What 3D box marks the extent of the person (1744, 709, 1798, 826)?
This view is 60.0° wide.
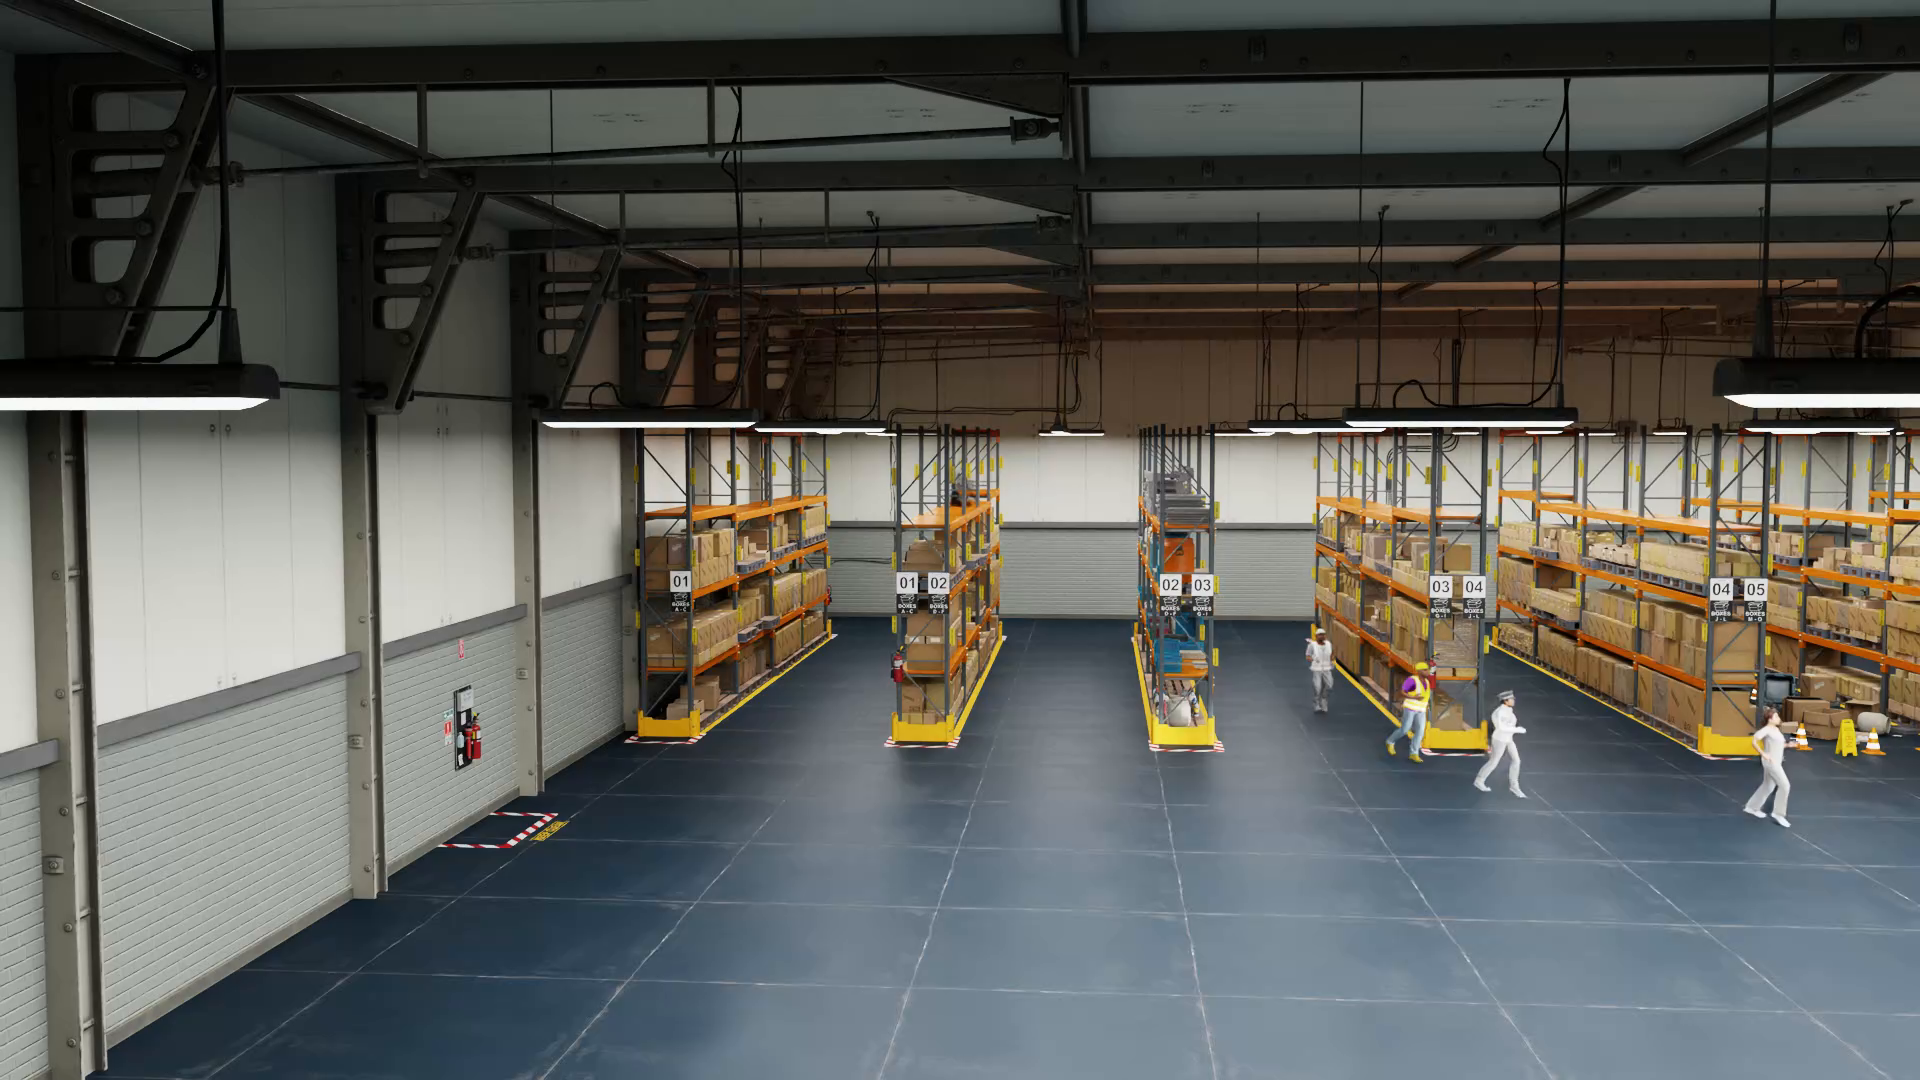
[{"bbox_3d":[12.081,3.380,24.773,0.712,1.717,0.546,3,4,36],"label":"person"}]

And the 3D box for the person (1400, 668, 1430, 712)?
[{"bbox_3d":[8.172,2.656,29.671,0.707,0.873,0.564,-2,4,-23],"label":"person"}]

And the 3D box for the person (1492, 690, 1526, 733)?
[{"bbox_3d":[8.742,2.819,26.563,0.647,0.851,0.552,3,4,37],"label":"person"}]

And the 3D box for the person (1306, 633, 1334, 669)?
[{"bbox_3d":[7.550,2.297,34.633,0.662,0.830,0.627,0,3,-4],"label":"person"}]
